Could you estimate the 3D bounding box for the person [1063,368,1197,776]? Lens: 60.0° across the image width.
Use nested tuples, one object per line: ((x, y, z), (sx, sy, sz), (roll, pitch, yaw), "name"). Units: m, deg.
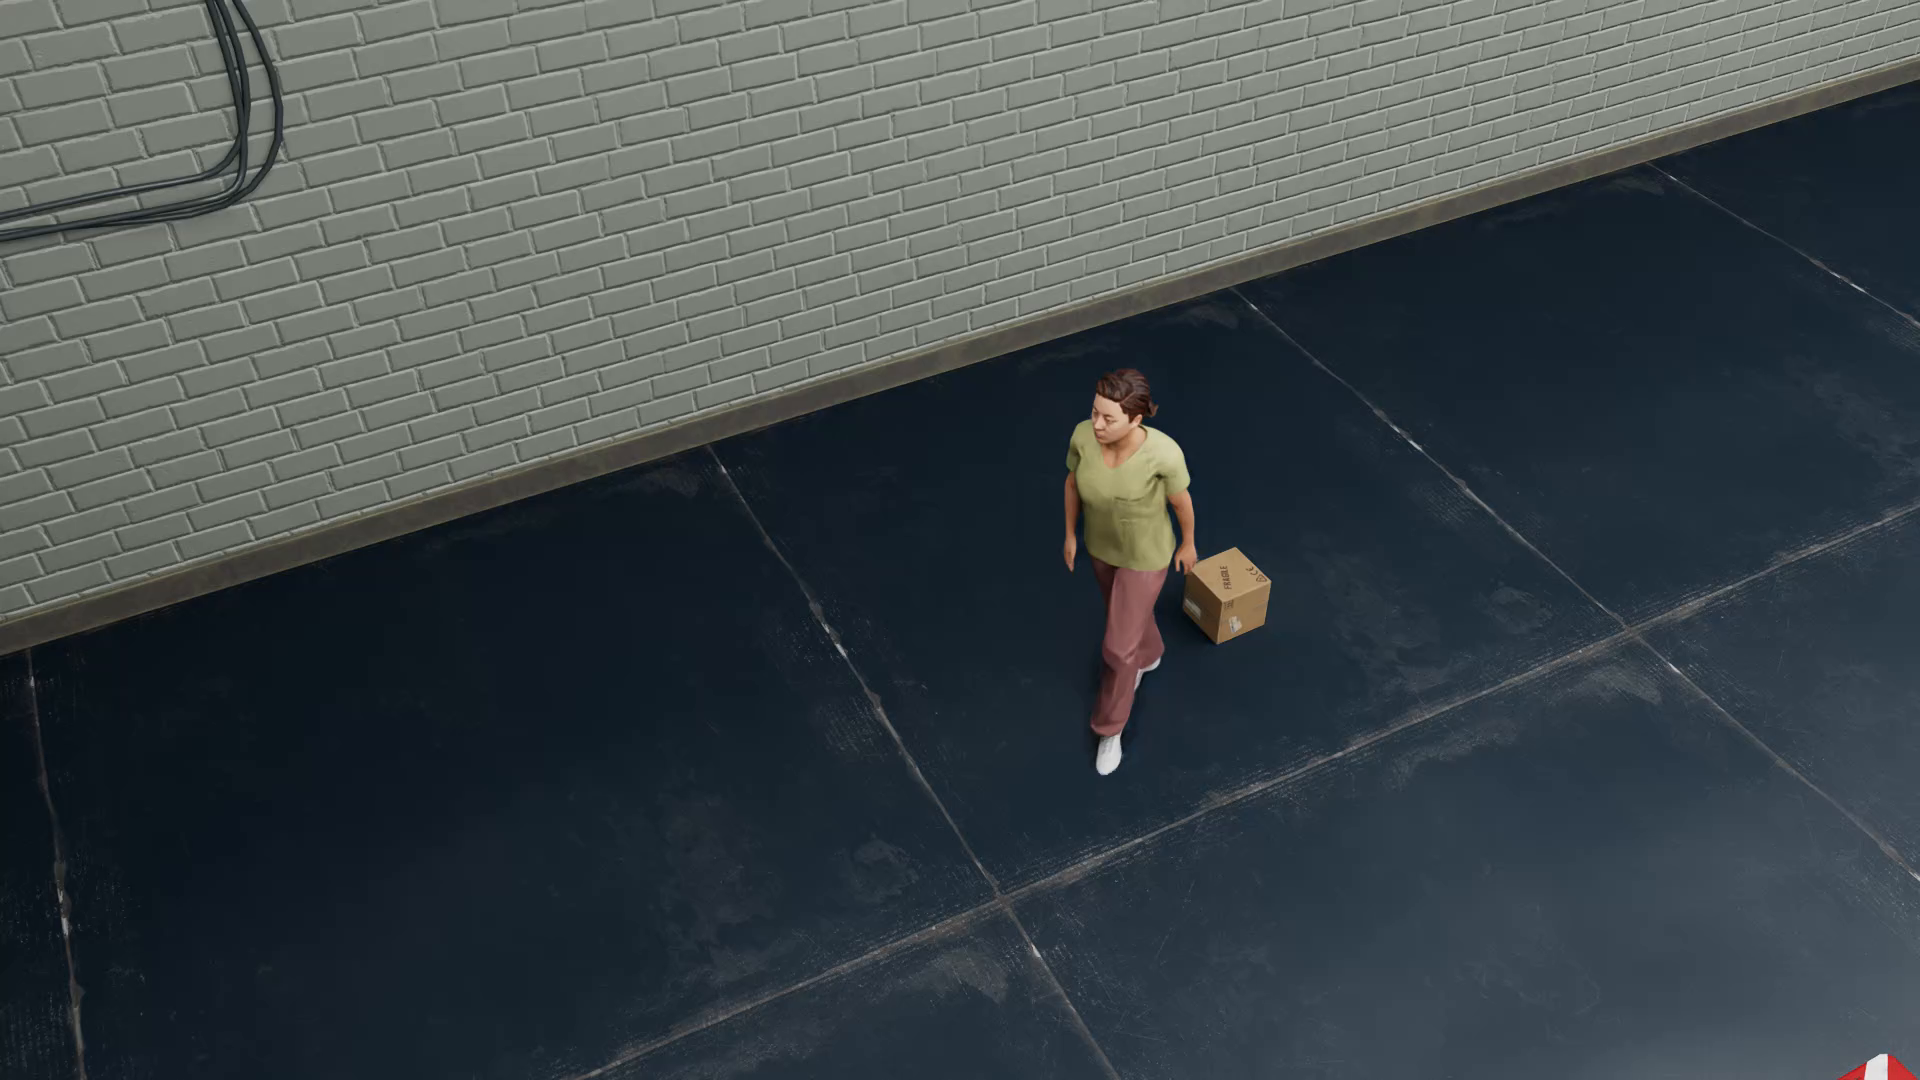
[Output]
((0.595, 0.047, 6.132), (0.470, 1.699, 0.644), (27, 48, 28), "person")
